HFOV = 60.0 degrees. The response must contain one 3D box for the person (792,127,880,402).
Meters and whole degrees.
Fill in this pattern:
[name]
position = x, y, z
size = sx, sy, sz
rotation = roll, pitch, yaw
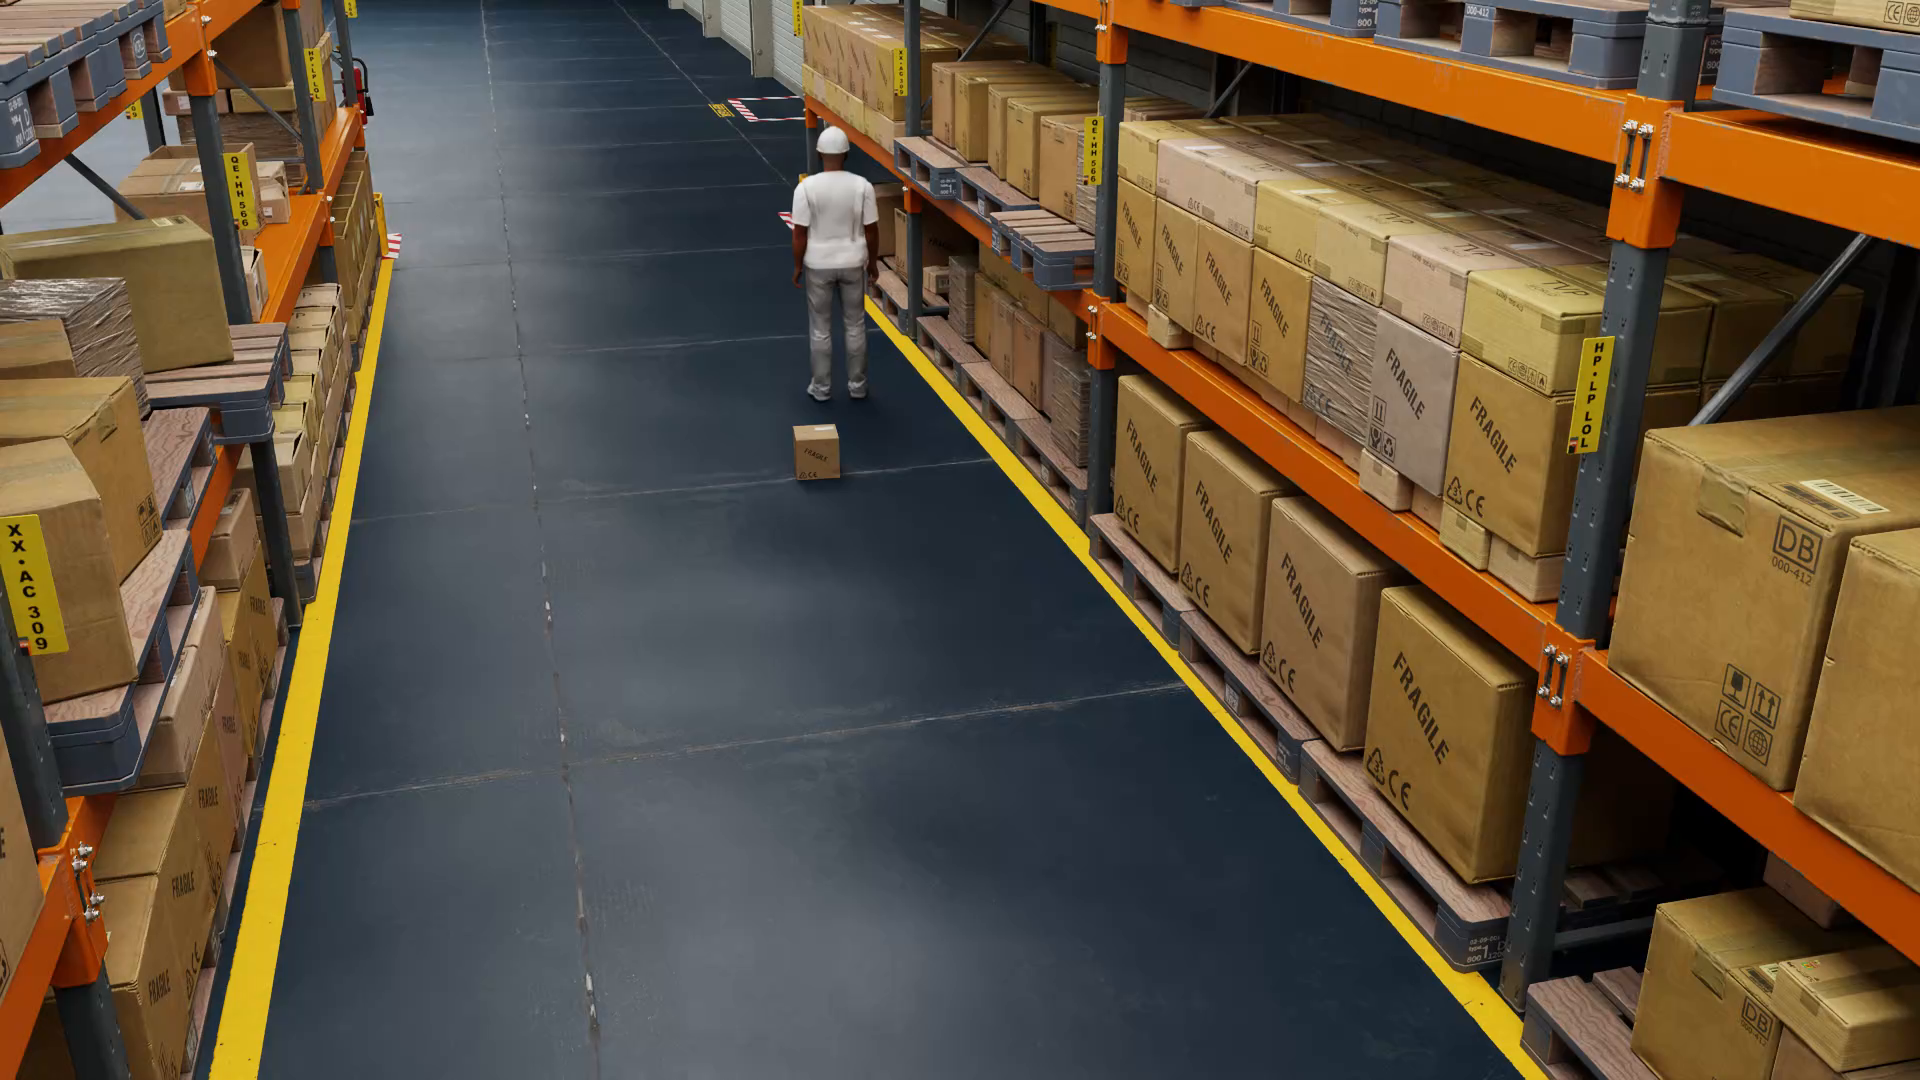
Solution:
[person]
position = -0.807, -1.782, 10.777
size = 0.571, 1.770, 0.389
rotation = -5, 23, -11
